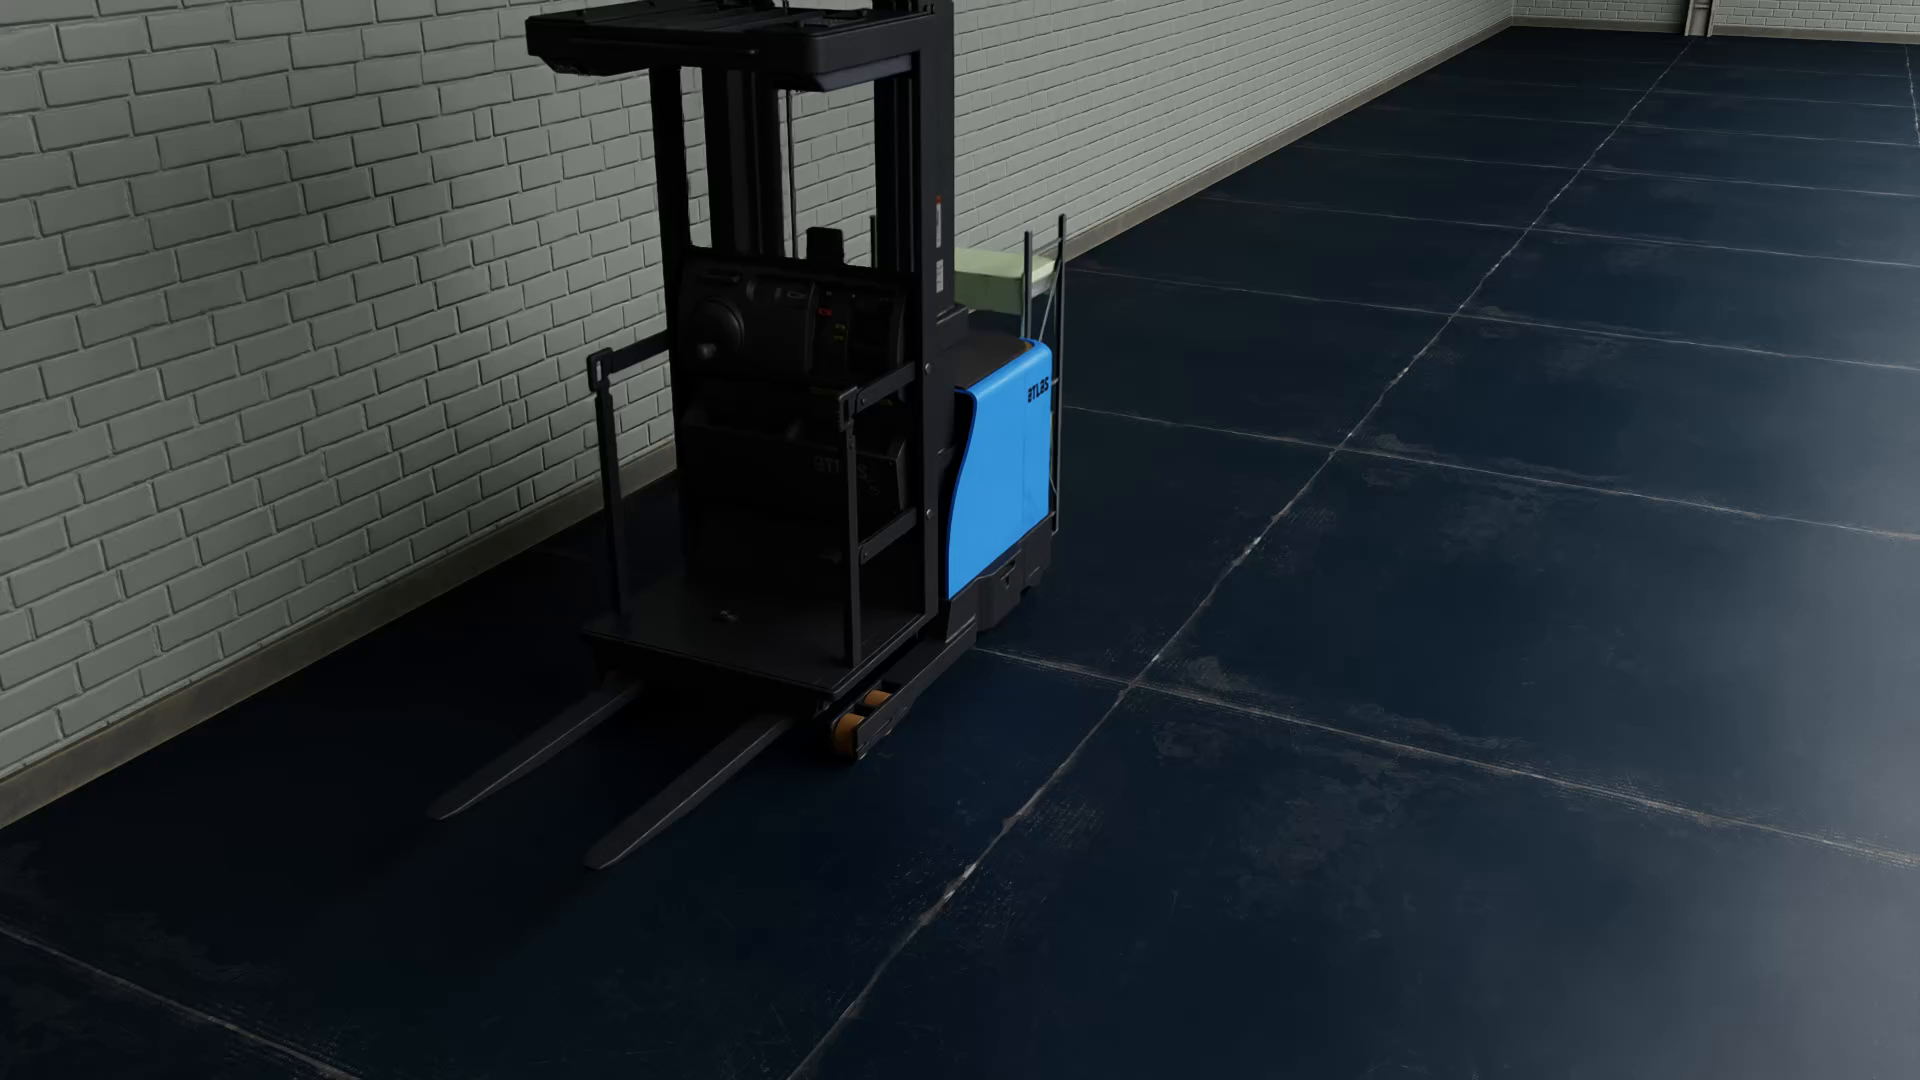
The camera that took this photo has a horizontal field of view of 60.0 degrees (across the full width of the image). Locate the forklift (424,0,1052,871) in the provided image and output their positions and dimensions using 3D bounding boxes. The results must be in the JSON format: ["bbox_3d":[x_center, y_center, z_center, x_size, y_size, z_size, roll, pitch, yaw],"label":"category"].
[{"bbox_3d":[-0.702,-0.761,5.795,1.130,2.935,3.031,11,25,24],"label":"forklift"}]

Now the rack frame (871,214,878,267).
[{"bbox_3d":[-0.291,-0.791,7.694,0.023,1.500,0.400,11,25,24],"label":"rack frame"}]

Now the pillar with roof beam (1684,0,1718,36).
[{"bbox_3d":[10.091,-10.875,21.823,0.400,9.000,9.100,11,25,25],"label":"pillar with roof beam"}]

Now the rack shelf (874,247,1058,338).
[{"bbox_3d":[0.038,-1.088,7.394,0.720,0.370,0.431,11,25,24],"label":"rack shelf"}]

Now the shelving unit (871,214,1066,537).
[{"bbox_3d":[0.038,-0.728,7.546,0.755,1.500,0.431,11,25,24],"label":"shelving unit"}]

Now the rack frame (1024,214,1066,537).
[{"bbox_3d":[0.367,-0.665,7.398,0.023,1.500,0.400,11,25,24],"label":"rack frame"}]

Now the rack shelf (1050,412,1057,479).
[{"bbox_3d":[0.038,-0.428,7.674,0.720,0.370,0.431,11,25,24],"label":"rack shelf"}]
